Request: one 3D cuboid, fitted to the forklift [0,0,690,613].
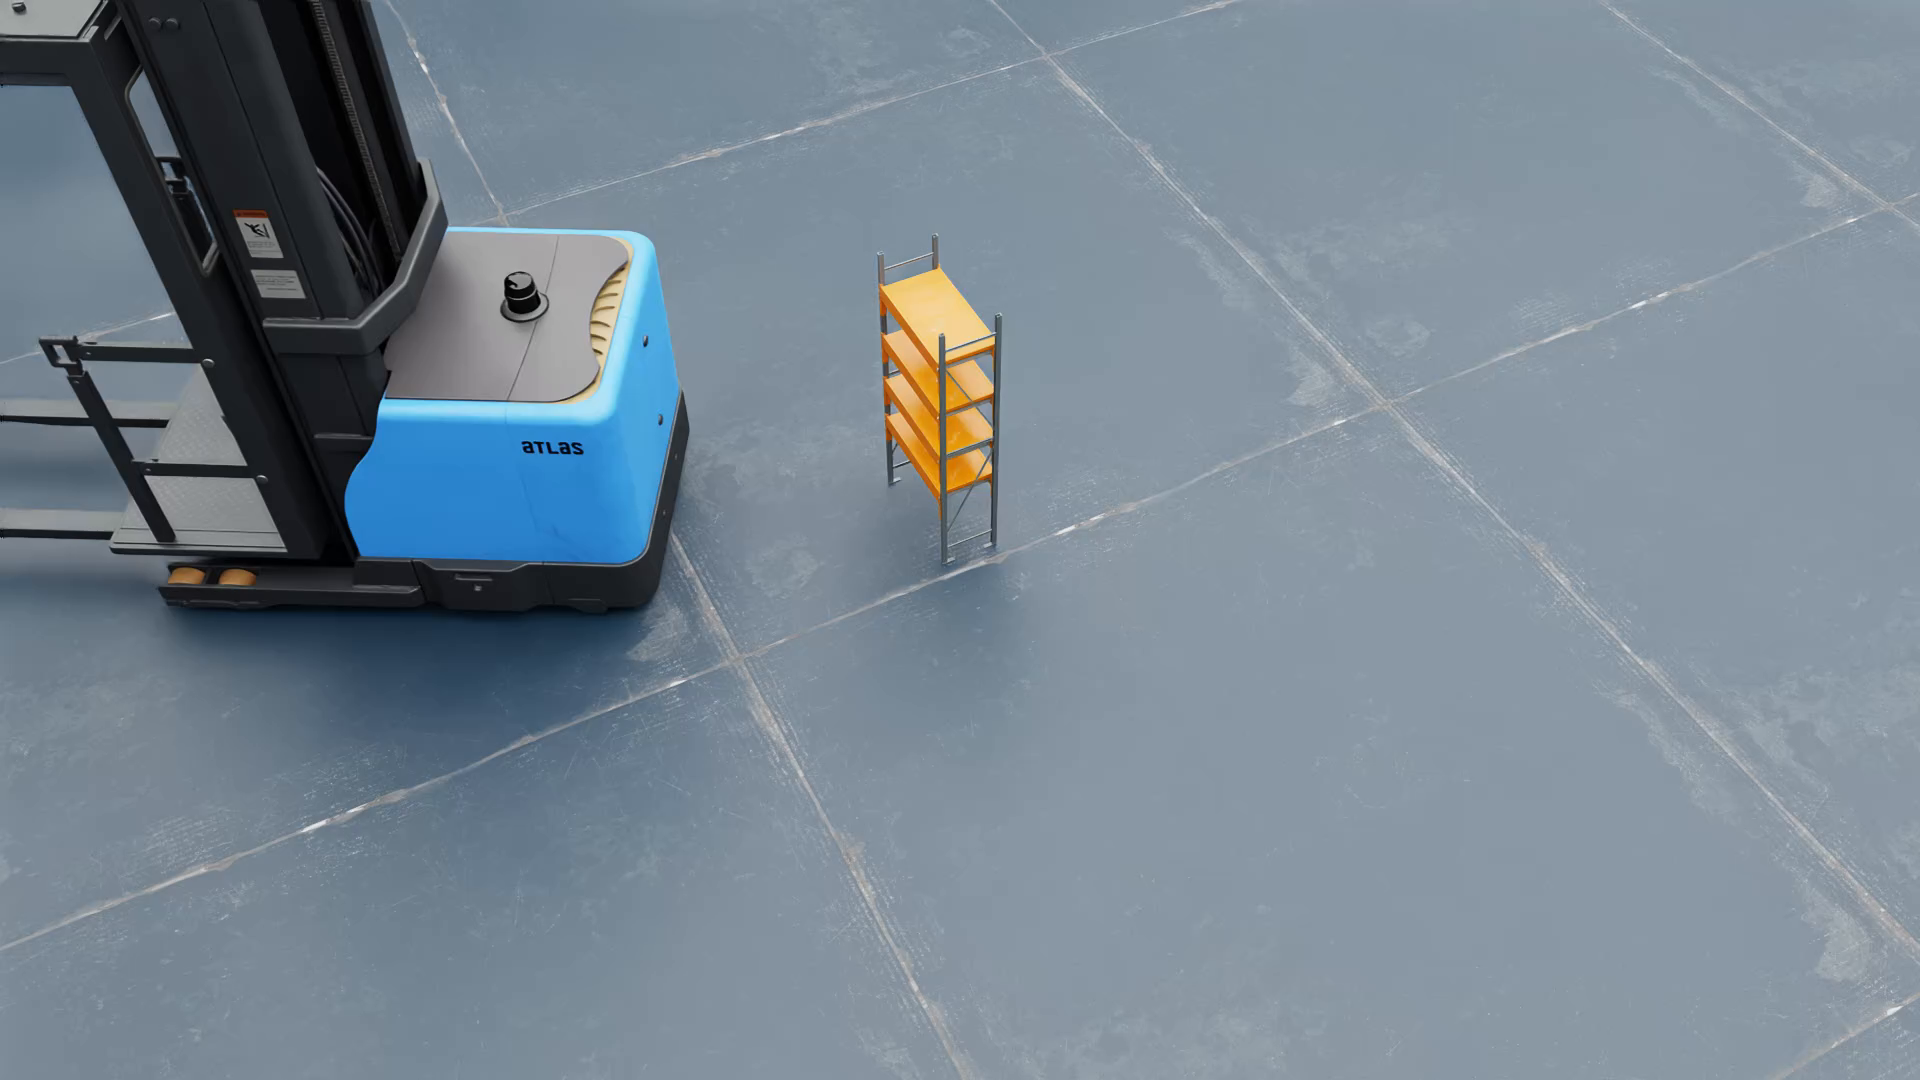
[{"bbox_3d":[-2.658,-1.096,5.654,3.031,2.935,1.130,2,49,1],"label":"forklift"}]

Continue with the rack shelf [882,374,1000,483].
[{"bbox_3d":[-0.076,-0.461,6.339,0.258,0.148,0.480,-21,52,-18],"label":"rack shelf"}]

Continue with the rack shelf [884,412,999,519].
[{"bbox_3d":[-0.076,-0.331,6.488,0.258,0.148,0.480,-21,52,-18],"label":"rack shelf"}]

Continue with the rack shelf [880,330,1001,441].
[{"bbox_3d":[-0.076,-0.609,6.170,0.258,0.148,0.480,-21,52,-18],"label":"rack shelf"}]

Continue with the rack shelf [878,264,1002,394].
[{"bbox_3d":[-0.076,-0.764,5.992,0.258,0.148,0.480,-21,52,-18],"label":"rack shelf"}]

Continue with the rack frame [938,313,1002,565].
[{"bbox_3d":[0.036,-0.342,6.145,0.240,1.200,0.015,-21,52,-18],"label":"rack frame"}]

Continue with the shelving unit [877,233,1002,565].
[{"bbox_3d":[-0.076,-0.506,6.288,0.258,1.200,0.503,-21,52,-18],"label":"shelving unit"}]

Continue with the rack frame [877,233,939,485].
[{"bbox_3d":[-0.187,-0.669,6.431,0.240,1.200,0.015,-21,52,-18],"label":"rack frame"}]
